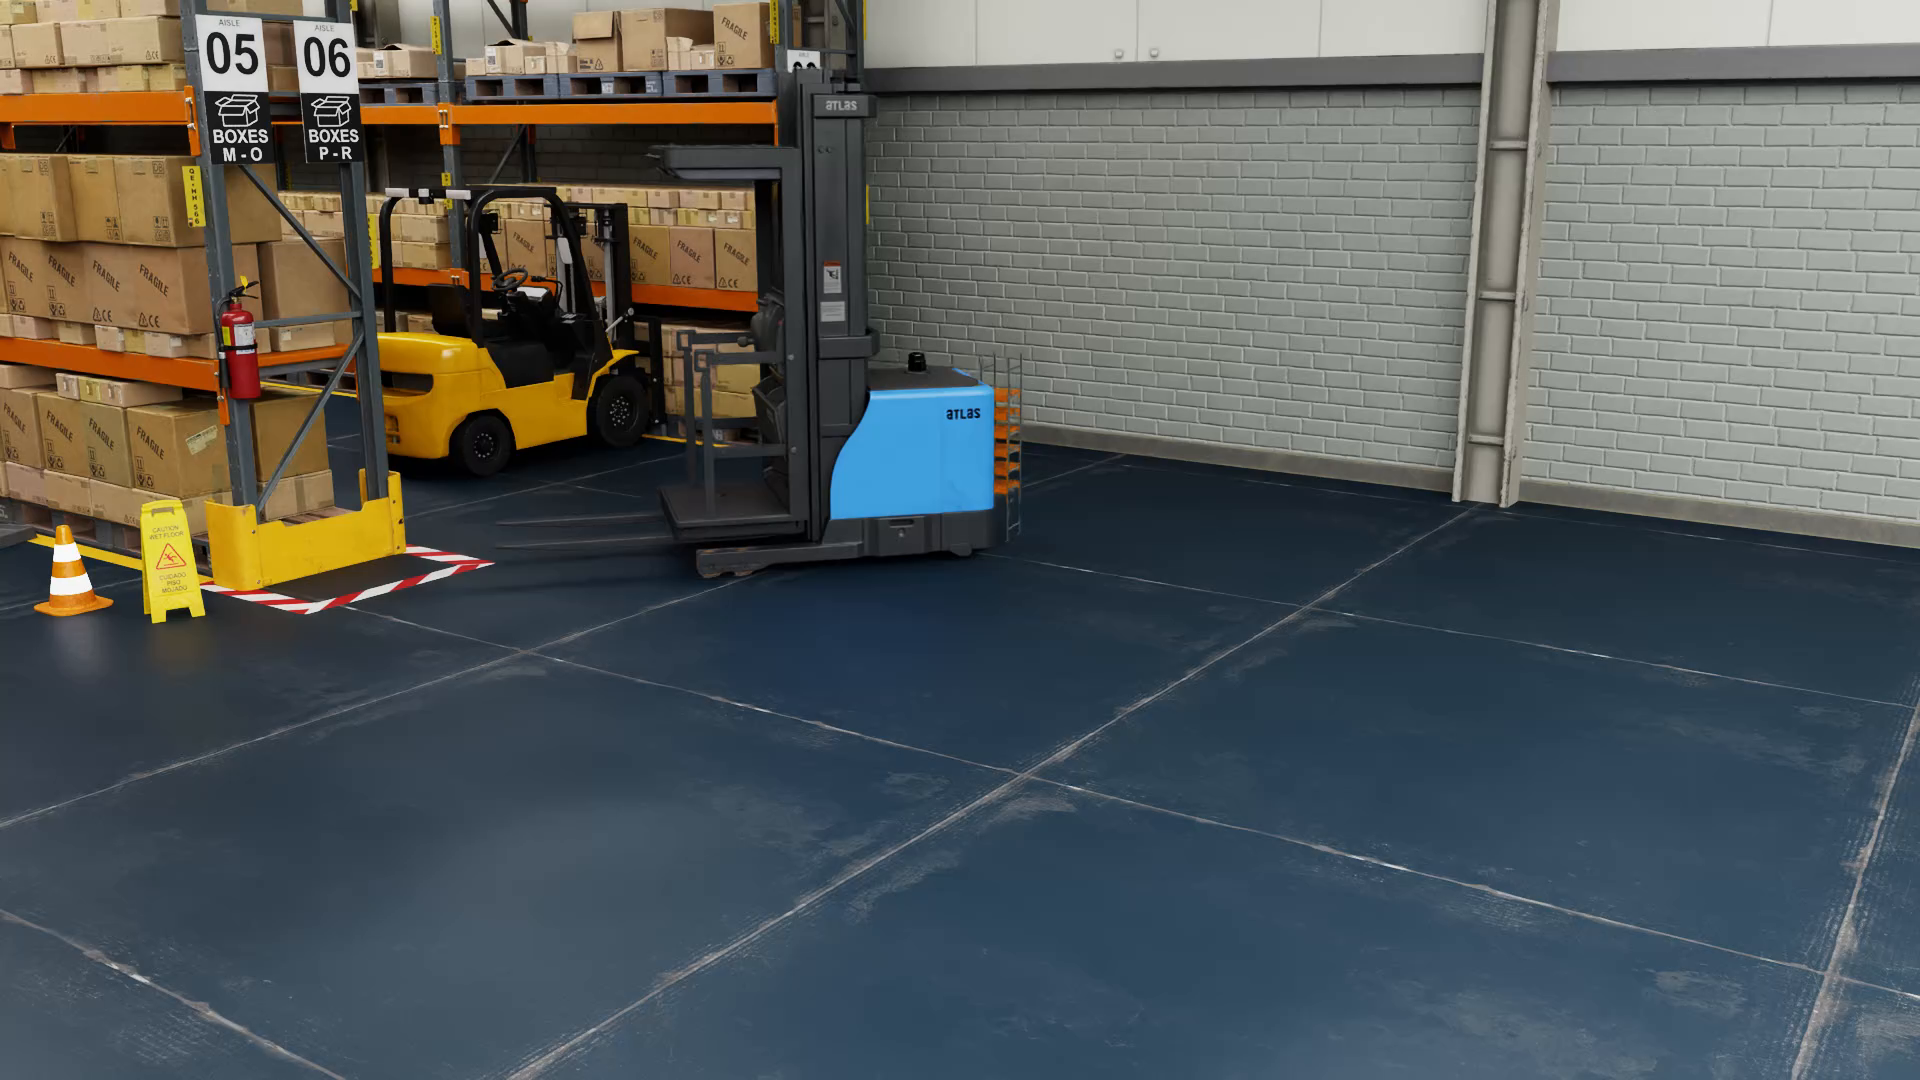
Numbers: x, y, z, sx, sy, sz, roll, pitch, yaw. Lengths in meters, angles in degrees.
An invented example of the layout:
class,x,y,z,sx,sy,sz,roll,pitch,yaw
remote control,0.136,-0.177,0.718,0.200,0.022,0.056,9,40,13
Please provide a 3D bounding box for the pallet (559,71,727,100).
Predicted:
class,x,y,z,sx,sy,sz,roll,pitch,yaw
pallet,-2.709,-3.950,14.478,1.213,0.211,1.003,9,17,33

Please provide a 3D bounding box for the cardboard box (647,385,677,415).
class,x,y,z,sx,sy,sz,roll,pitch,yaw
cardboard box,-2.504,-1.280,14.599,0.500,0.250,0.500,9,17,33

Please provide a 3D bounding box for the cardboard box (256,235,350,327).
class,x,y,z,sx,sy,sz,roll,pitch,yaw
cardboard box,-4.126,-1.595,10.196,0.500,0.500,0.500,9,16,32

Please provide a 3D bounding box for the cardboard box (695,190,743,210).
class,x,y,z,sx,sy,sz,roll,pitch,yaw
cardboard box,-1.989,-2.844,13.891,0.250,0.149,0.380,10,17,34

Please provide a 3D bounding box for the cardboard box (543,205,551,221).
class,x,y,z,sx,sy,sz,roll,pitch,yaw
cardboard box,-3.494,-2.931,14.862,0.250,0.149,0.380,9,17,32

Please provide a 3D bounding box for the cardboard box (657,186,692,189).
class,x,y,z,sx,sy,sz,roll,pitch,yaw
cardboard box,-2.547,-3.082,14.853,0.250,0.149,0.380,9,17,33

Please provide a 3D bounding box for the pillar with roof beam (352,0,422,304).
class,x,y,z,sx,sy,sz,roll,pitch,yaw
pillar with roof beam,-8.576,-5.405,13.929,0.400,9.000,9.100,9,17,33

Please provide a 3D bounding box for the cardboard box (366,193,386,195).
class,x,y,z,sx,sy,sz,roll,pitch,yaw
cardboard box,-6.091,-3.504,17.178,0.250,0.149,0.380,10,17,34

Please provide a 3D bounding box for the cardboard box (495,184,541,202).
class,x,y,z,sx,sy,sz,roll,pitch,yaw
cardboard box,-4.063,-3.202,15.339,0.250,0.149,0.380,9,17,34

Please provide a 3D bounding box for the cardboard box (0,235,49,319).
class,x,y,z,sx,sy,sz,roll,pitch,yaw
cardboard box,-5.728,-1.701,10.627,0.500,0.500,0.500,9,17,33

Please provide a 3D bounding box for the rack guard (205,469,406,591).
class,x,y,z,sx,sy,sz,roll,pitch,yaw
rack guard,-3.950,-0.080,10.105,0.348,0.500,1.175,9,17,33

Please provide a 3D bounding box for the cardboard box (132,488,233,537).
class,x,y,z,sx,sy,sz,roll,pitch,yaw
cardboard box,-4.728,-0.210,10.278,0.500,0.250,0.500,9,17,33

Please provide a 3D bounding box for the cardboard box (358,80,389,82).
class,x,y,z,sx,sy,sz,roll,pitch,yaw
cardboard box,-5.949,-4.671,16.611,0.250,0.166,0.380,9,17,33

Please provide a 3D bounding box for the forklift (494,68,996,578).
class,x,y,z,sx,sy,sz,roll,pitch,yaw
forklift,-1.349,-1.336,10.119,3.031,2.935,1.130,-4,14,-15

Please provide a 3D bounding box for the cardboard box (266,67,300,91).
class,x,y,z,sx,sy,sz,roll,pitch,yaw
cardboard box,-3.981,-2.726,9.875,0.250,0.149,0.380,9,17,33

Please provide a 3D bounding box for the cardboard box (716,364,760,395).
class,x,y,z,sx,sy,sz,roll,pitch,yaw
cardboard box,-1.699,-1.388,13.996,0.500,0.250,0.500,9,16,32

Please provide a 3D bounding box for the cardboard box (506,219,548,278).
class,x,y,z,sx,sy,sz,roll,pitch,yaw
cardboard box,-3.775,-2.680,15.199,0.500,0.500,0.500,10,17,34

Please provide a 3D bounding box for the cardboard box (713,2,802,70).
class,x,y,z,sx,sy,sz,roll,pitch,yaw
cardboard box,-1.623,-4.041,13.372,0.500,0.500,0.500,10,17,35

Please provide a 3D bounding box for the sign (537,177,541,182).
class,x,y,z,sx,sy,sz,roll,pitch,yaw
sign,-4.131,-3.379,16.265,0.005,0.325,0.100,9,17,33

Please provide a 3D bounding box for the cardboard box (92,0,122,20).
class,x,y,z,sx,sy,sz,roll,pitch,yaw
cardboard box,-4.747,-3.063,9.577,0.250,0.149,0.380,9,16,32

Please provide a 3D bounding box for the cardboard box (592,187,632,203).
class,x,y,z,sx,sy,sz,roll,pitch,yaw
cardboard box,-3.010,-3.029,14.639,0.250,0.149,0.380,9,17,33

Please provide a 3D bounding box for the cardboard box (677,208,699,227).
class,x,y,z,sx,sy,sz,roll,pitch,yaw
cardboard box,-2.173,-2.738,14.084,0.250,0.149,0.380,9,17,32

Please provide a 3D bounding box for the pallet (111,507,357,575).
class,x,y,z,sx,sy,sz,roll,pitch,yaw
pallet,-4.605,-0.056,10.609,1.213,0.211,1.003,9,17,33

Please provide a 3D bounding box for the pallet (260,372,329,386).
class,x,y,z,sx,sy,sz,roll,pitch,yaw
pallet,-7.097,-1.874,17.955,1.213,0.211,1.003,9,17,33

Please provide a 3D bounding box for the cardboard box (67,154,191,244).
class,x,y,z,sx,sy,sz,roll,pitch,yaw
cardboard box,-4.849,-2.056,9.977,0.500,0.500,0.700,9,17,33

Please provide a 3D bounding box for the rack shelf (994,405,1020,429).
class,x,y,z,sx,sy,sz,roll,pitch,yaw
rack shelf,0.267,-0.794,10.722,0.180,0.103,0.258,6,15,22

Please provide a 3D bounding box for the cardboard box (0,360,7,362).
class,x,y,z,sx,sy,sz,roll,pitch,yaw
cardboard box,-6.370,-1.137,11.113,0.250,0.149,0.380,10,17,35

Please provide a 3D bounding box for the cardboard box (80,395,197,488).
class,x,y,z,sx,sy,sz,roll,pitch,yaw
cardboard box,-5.133,-0.641,10.458,0.500,0.500,0.500,10,17,35

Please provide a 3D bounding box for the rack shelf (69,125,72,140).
class,x,y,z,sx,sy,sz,roll,pitch,yaw
rack shelf,-12.737,-5.258,21.074,4.000,0.370,1.077,9,17,33

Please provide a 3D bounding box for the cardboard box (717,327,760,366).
class,x,y,z,sx,sy,sz,roll,pitch,yaw
cardboard box,-1.676,-1.627,13.922,0.500,0.250,0.500,10,17,35

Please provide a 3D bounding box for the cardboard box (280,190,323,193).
class,x,y,z,sx,sy,sz,roll,pitch,yaw
cardboard box,-7.096,-3.693,17.943,0.250,0.149,0.380,10,17,34

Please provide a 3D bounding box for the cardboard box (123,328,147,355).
class,x,y,z,sx,sy,sz,roll,pitch,yaw
cardboard box,-4.790,-1.219,10.028,0.250,0.149,0.380,9,16,32

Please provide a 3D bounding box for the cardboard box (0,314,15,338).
class,x,y,z,sx,sy,sz,roll,pitch,yaw
cardboard box,-6.068,-1.418,10.831,0.250,0.149,0.380,9,17,33

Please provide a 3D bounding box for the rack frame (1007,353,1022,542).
class,x,y,z,sx,sy,sz,roll,pitch,yaw
rack frame,0.351,-0.596,10.734,0.006,1.200,0.240,6,15,22

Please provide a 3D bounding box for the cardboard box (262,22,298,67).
class,x,y,z,sx,sy,sz,roll,pitch,yaw
cardboard box,-4.156,-2.931,9.873,0.500,0.250,0.500,9,16,32

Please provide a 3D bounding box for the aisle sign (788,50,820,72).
class,x,y,z,sx,sy,sz,roll,pitch,yaw
aisle sign,-1.230,-3.468,13.179,0.004,0.787,0.394,9,17,33

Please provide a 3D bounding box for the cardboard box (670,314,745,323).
class,x,y,z,sx,sy,sz,roll,pitch,yaw
cardboard box,-2.239,-1.865,14.884,0.500,0.250,0.500,9,17,32

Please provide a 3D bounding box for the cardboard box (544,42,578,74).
class,x,y,z,sx,sy,sz,roll,pitch,yaw
cardboard box,-3.377,-4.193,14.475,0.258,0.266,0.396,9,16,31

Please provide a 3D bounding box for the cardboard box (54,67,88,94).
class,x,y,z,sx,sy,sz,roll,pitch,yaw
cardboard box,-5.172,-2.750,9.969,0.250,0.149,0.380,9,17,32

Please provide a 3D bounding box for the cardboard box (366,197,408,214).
class,x,y,z,sx,sy,sz,roll,pitch,yaw
cardboard box,-5.537,-3.258,16.183,0.250,0.149,0.380,9,16,31

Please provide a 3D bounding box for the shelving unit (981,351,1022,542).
class,x,y,z,sx,sy,sz,roll,pitch,yaw
shelving unit,0.267,-0.605,10.769,0.189,1.200,0.258,6,15,22

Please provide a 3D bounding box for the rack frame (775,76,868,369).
class,x,y,z,sx,sy,sz,roll,pitch,yaw
rack frame,-1.120,-2.273,13.764,0.127,3.000,1.000,9,17,33

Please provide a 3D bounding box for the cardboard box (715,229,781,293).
class,x,y,z,sx,sy,sz,roll,pitch,yaw
cardboard box,-1.675,-2.335,13.807,0.500,0.500,0.500,9,16,32

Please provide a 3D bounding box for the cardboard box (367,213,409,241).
class,x,y,z,sx,sy,sz,roll,pitch,yaw
cardboard box,-5.420,-3.062,16.222,0.500,0.250,0.500,9,16,31

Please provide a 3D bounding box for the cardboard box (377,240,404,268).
class,x,y,z,sx,sy,sz,roll,pitch,yaw
cardboard box,-5.424,-2.819,16.279,0.500,0.250,0.500,9,17,32

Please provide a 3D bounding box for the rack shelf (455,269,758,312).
class,x,y,z,sx,sy,sz,roll,pitch,yaw
rack shelf,-2.780,-2.192,14.934,4.000,0.370,1.077,9,17,33

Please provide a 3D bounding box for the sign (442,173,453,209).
class,x,y,z,sx,sy,sz,roll,pitch,yaw
sign,-4.734,-3.224,15.359,0.005,0.325,0.100,9,17,33

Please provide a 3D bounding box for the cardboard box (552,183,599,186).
class,x,y,z,sx,sy,sz,roll,pitch,yaw
cardboard box,-3.594,-3.260,15.574,0.250,0.149,0.380,9,17,32

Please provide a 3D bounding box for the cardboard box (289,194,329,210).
class,x,y,z,sx,sy,sz,roll,pitch,yaw
cardboard box,-6.581,-3.437,16.907,0.250,0.149,0.380,10,17,34
